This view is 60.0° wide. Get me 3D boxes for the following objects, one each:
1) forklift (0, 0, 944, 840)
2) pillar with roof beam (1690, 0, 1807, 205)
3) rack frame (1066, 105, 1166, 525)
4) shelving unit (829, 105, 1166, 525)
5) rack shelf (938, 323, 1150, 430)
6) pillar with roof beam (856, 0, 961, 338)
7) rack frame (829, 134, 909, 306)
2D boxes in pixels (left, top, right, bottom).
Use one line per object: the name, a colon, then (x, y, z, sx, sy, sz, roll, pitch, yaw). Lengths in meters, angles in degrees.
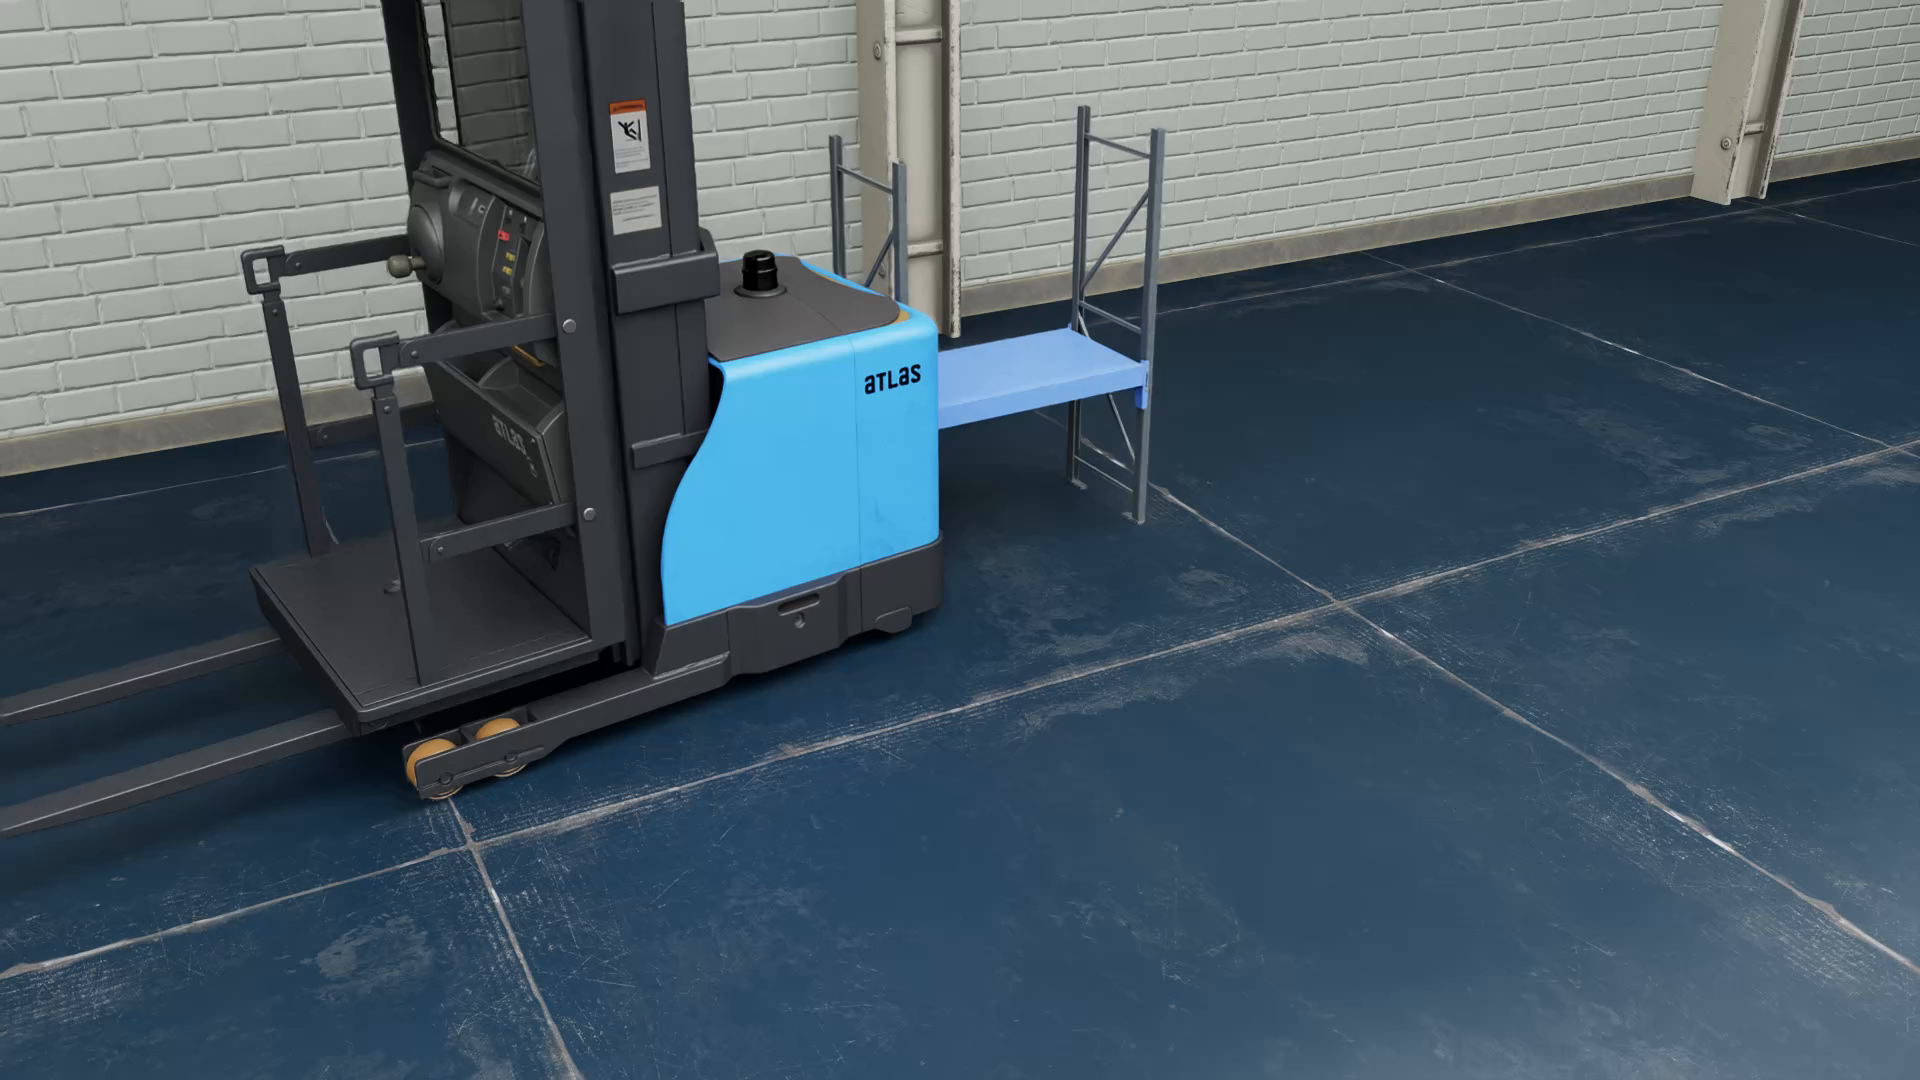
forklift: (-1.546, -0.845, 4.624, 3.031, 2.935, 1.130, -17, 31, -32)
pillar with roof beam: (7.080, -4.681, 5.602, 0.400, 9.000, 9.100, -13, 29, -25)
rack frame: (0.571, -0.830, 6.247, 0.032, 1.500, 0.500, -14, 29, -27)
shelving unit: (0.132, -0.719, 6.016, 1.048, 1.500, 0.538, -14, 29, -27)
rack shelf: (0.132, -0.557, 6.094, 1.000, 0.185, 0.538, -14, 29, -27)
pillar with roof beam: (1.785, -3.459, 3.057, 0.400, 9.000, 9.100, -13, 29, -25)
rack frame: (-0.307, -0.609, 5.785, 0.032, 1.500, 0.500, -14, 29, -27)
